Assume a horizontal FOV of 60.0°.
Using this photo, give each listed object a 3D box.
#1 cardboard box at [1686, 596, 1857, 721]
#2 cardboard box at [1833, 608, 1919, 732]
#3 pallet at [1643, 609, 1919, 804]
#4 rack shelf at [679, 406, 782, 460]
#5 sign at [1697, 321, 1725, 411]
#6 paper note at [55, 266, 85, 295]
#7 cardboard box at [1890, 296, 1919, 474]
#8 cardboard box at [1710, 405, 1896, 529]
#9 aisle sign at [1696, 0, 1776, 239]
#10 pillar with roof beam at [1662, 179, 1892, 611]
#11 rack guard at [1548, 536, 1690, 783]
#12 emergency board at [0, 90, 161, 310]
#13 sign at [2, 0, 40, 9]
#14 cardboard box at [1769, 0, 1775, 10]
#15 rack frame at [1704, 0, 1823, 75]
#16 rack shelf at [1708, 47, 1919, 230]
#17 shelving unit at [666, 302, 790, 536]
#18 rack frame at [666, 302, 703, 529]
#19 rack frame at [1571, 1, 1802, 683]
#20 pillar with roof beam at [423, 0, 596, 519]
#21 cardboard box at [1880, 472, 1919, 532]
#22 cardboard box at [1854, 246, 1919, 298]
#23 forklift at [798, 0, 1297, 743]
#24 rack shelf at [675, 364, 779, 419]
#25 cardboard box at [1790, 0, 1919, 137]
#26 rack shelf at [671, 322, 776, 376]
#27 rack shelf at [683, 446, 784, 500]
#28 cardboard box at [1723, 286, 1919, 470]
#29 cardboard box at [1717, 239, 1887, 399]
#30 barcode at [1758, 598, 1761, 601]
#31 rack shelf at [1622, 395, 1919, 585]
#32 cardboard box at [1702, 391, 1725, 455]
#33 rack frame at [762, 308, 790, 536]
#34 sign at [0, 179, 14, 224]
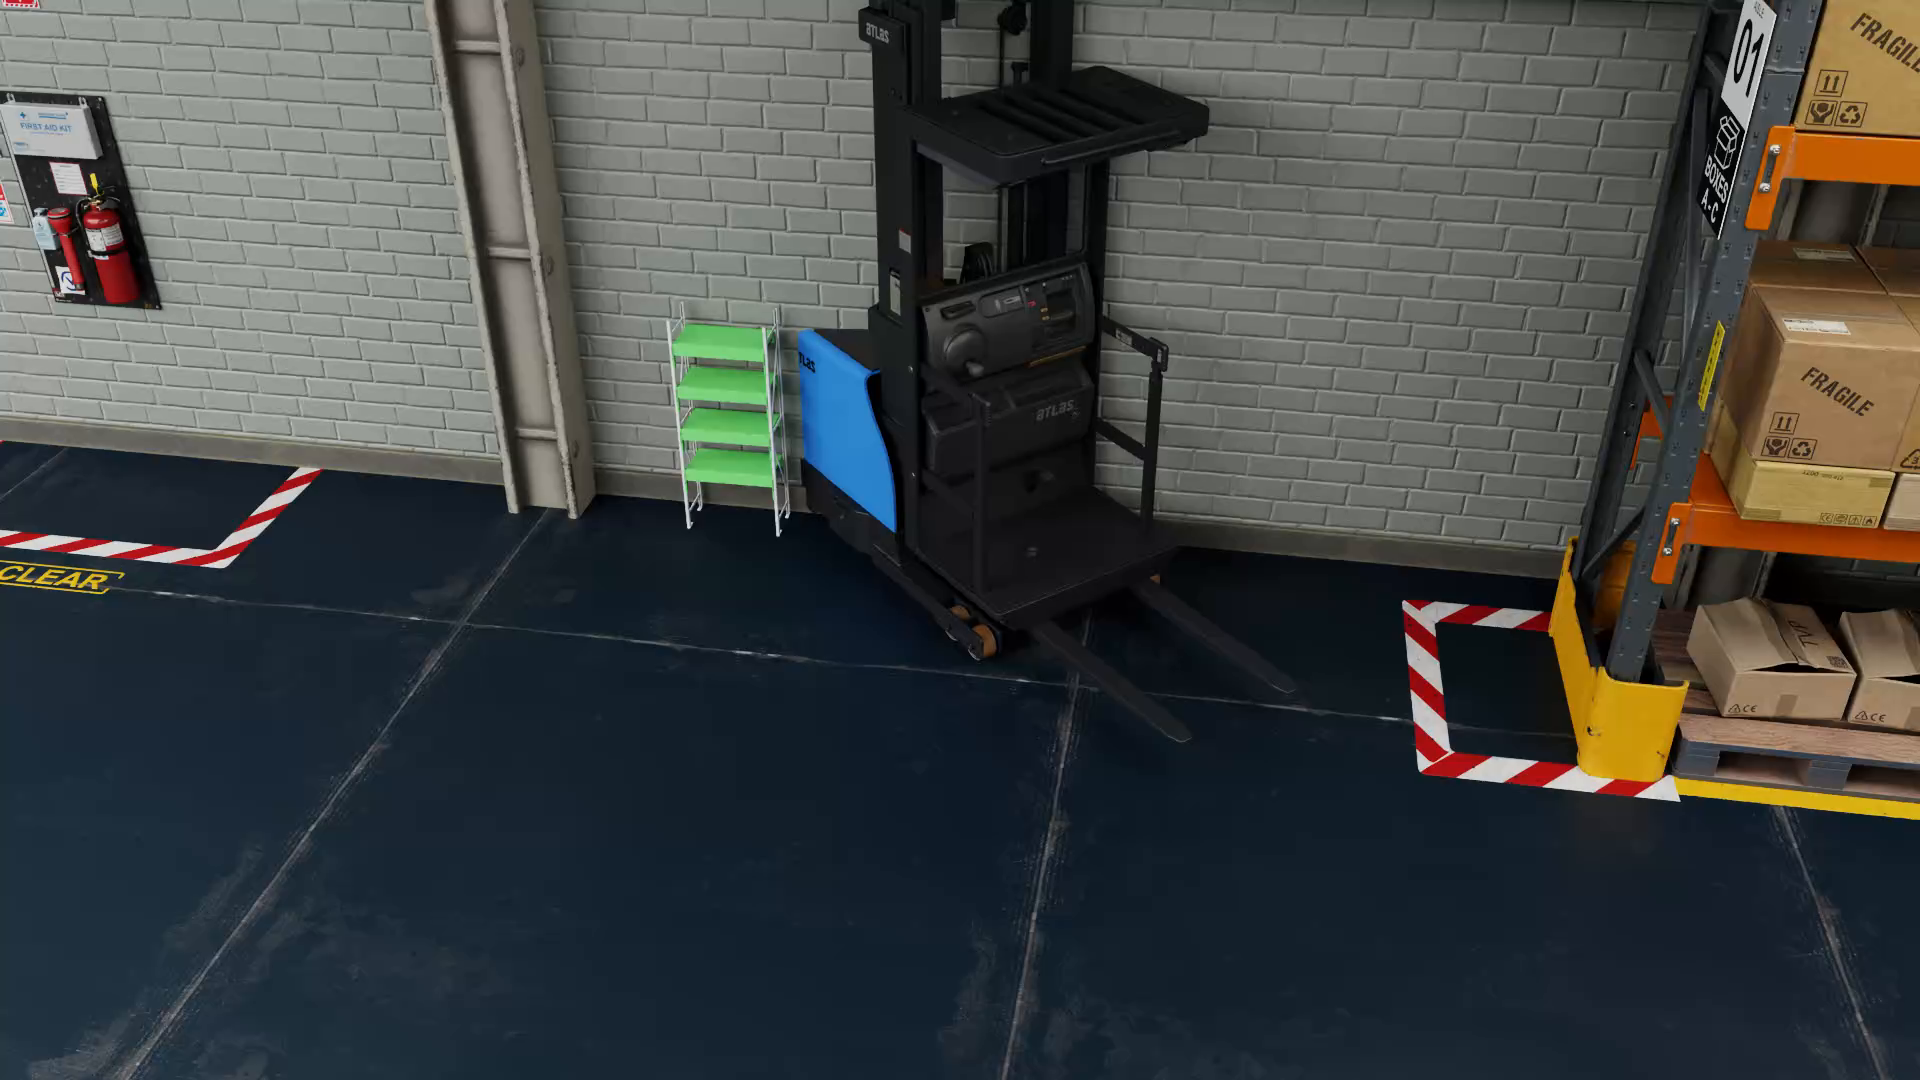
[{"bbox_3d":[3.526,0.504,7.238,0.500,0.311,0.500,2,32,3],"label":"cardboard box"},{"bbox_3d":[4.088,0.555,7.156,0.500,0.311,0.500,8,33,12],"label":"cardboard box"},{"bbox_3d":[3.729,0.721,7.398,1.213,0.211,1.003,5,32,8],"label":"pallet"},{"bbox_3d":[-1.183,-0.558,8.631,0.480,0.148,0.258,5,32,8],"label":"rack shelf"},{"bbox_3d":[2.768,-0.641,6.132,0.005,0.325,0.100,5,32,8],"label":"sign"},{"bbox_3d":[-4.812,-1.403,8.994,0.142,0.148,0.016,5,32,8],"label":"paper note"},{"bbox_3d":[3.764,-0.572,6.252,0.500,0.500,0.500,5,32,8],"label":"cardboard box"},{"bbox_3d":[3.287,-0.294,6.514,0.500,0.250,0.500,4,32,7],"label":"cardboard box"},{"bbox_3d":[2.738,-1.510,5.885,0.004,0.787,0.394,5,32,8],"label":"aisle sign"},{"bbox_3d":[2.970,-1.240,2.249,0.400,9.000,9.100,5,32,8],"label":"pillar with roof beam"},{"bbox_3d":[2.934,0.508,7.467,0.348,0.500,1.175,5,32,8],"label":"rack guard"},{"bbox_3d":[-4.650,-1.724,8.678,0.643,1.169,0.194,5,32,8],"label":"emergency board"},{"bbox_3d":[-4.641,-2.760,8.147,0.199,0.298,0.001,5,32,8],"label":"sign"},{"bbox_3d":[3.313,-1.976,6.139,0.500,0.500,0.500,7,33,12],"label":"cardboard box"},{"bbox_3d":[2.859,-3.101,5.223,0.127,3.000,1.000,5,32,8],"label":"rack frame"},{"bbox_3d":[4.830,-1.346,5.925,4.000,0.370,1.077,5,32,8],"label":"rack shelf"},{"bbox_3d":[-1.183,-0.612,8.597,0.503,1.200,0.258,5,32,8],"label":"shelving unit"},{"bbox_3d":[-1.424,-0.633,8.630,0.015,1.200,0.240,5,32,8],"label":"rack frame"},{"bbox_3d":[2.859,-0.558,6.815,0.127,3.000,1.000,5,32,8],"label":"rack frame"},{"bbox_3d":[-2.944,-1.775,3.105,0.400,9.000,9.100,5,32,8],"label":"pillar with roof beam"},{"bbox_3d":[3.801,-0.255,6.452,0.500,0.250,0.500,4,32,7],"label":"cardboard box"},{"bbox_3d":[3.854,-0.840,6.681,0.500,0.500,0.500,6,32,9],"label":"cardboard box"},{"bbox_3d":[0.353,-0.966,7.532,1.130,2.935,3.031,-20,37,-28],"label":"forklift"},{"bbox_3d":[-1.183,-0.761,8.504,0.480,0.148,0.258,5,32,8],"label":"rack shelf"},{"bbox_3d":[3.146,-1.720,5.731,0.500,0.500,0.500,6,33,9],"label":"cardboard box"},{"bbox_3d":[-1.183,-0.965,8.376,0.480,0.148,0.258,5,32,8],"label":"rack shelf"},{"bbox_3d":[-1.183,-0.355,8.758,0.480,0.148,0.258,5,32,8],"label":"rack shelf"},{"bbox_3d":[3.279,-0.621,6.331,0.500,0.500,0.500,5,32,8],"label":"cardboard box"},{"bbox_3d":[3.359,-0.890,6.761,0.500,0.500,0.500,5,32,8],"label":"cardboard box"},{"bbox_3d":[3.611,0.292,7.567,0.075,0.075,0.001,5,32,8],"label":"barcode"},{"bbox_3d":[4.830,-0.075,6.720,4.000,0.370,1.077,5,32,8],"label":"rack shelf"},{"bbox_3d":[3.352,-0.563,6.945,0.500,0.250,0.500,6,32,9],"label":"cardboard box"},{"bbox_3d":[-0.942,-0.592,8.564,0.015,1.200,0.240,5,32,8],"label":"rack frame"},{"bbox_3d":[-5.177,-1.843,8.833,0.234,0.329,0.001,5,32,8],"label":"sign"}]
